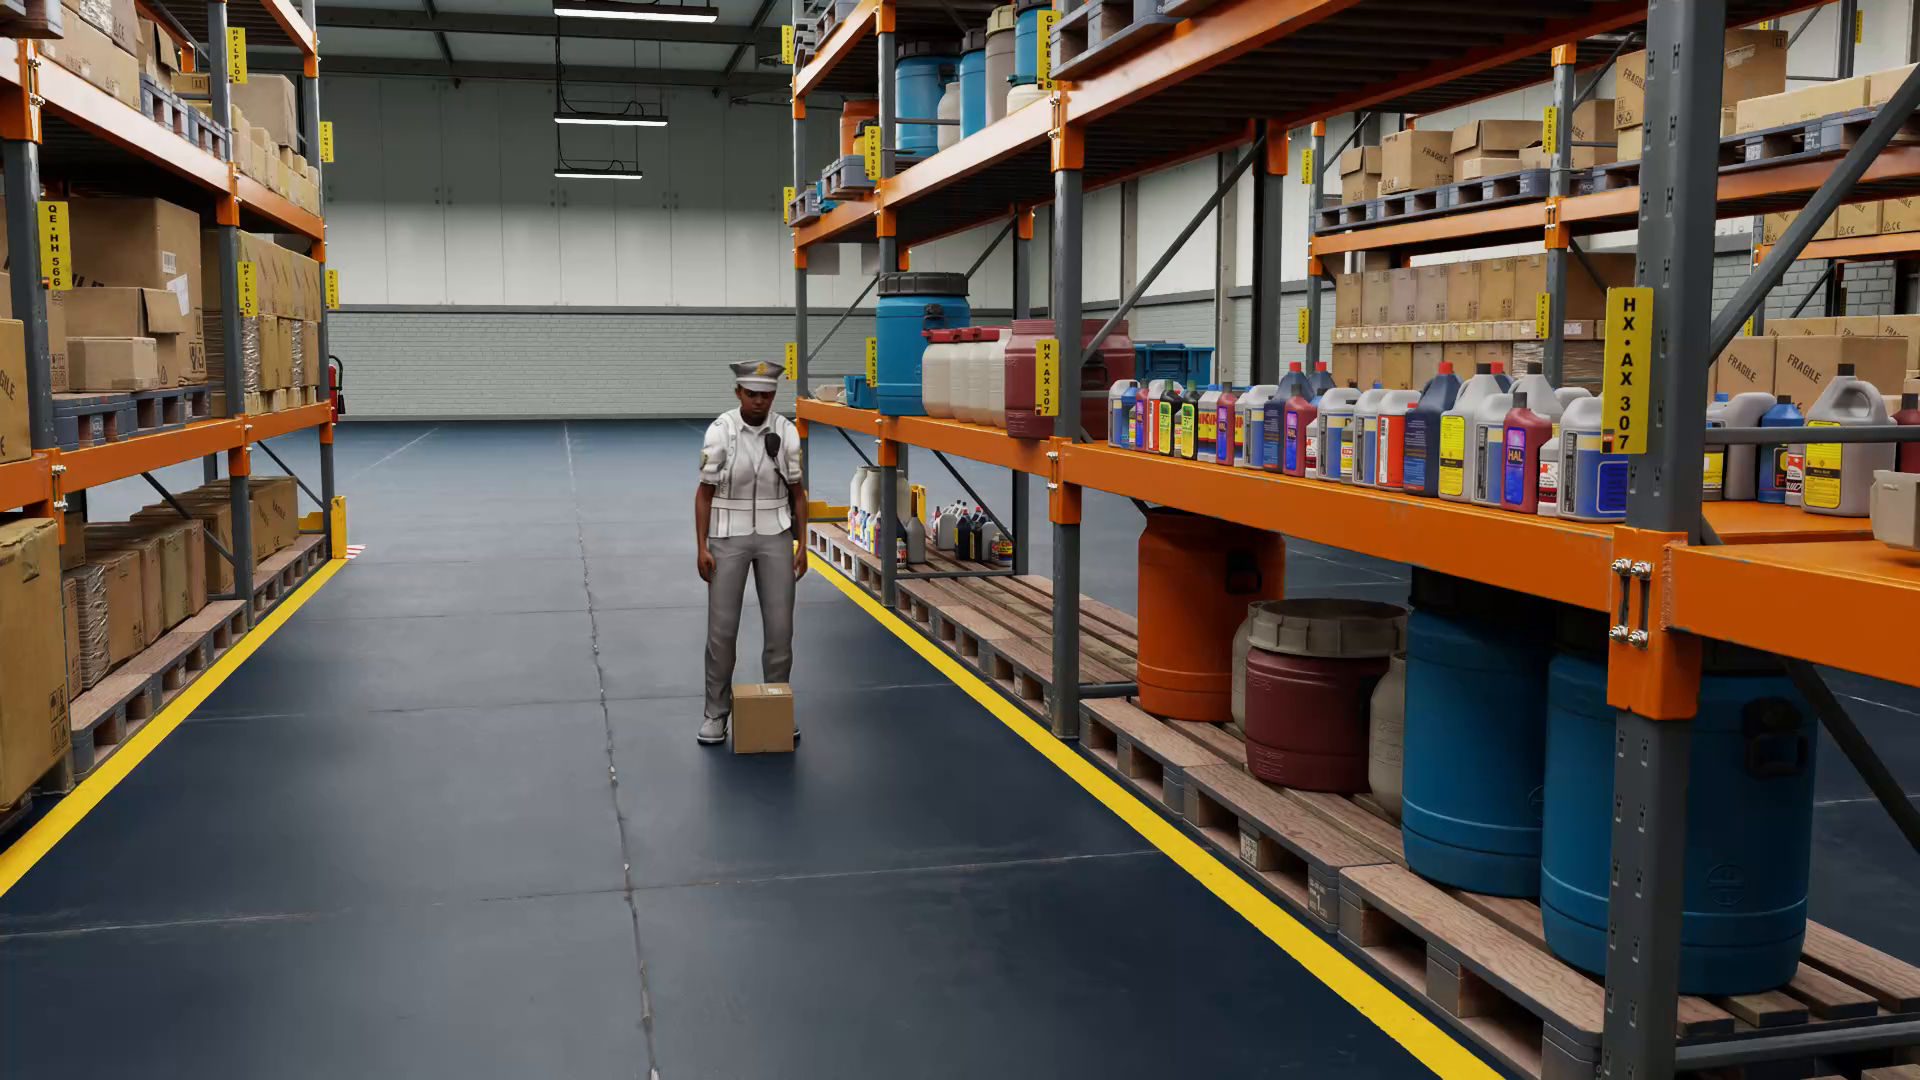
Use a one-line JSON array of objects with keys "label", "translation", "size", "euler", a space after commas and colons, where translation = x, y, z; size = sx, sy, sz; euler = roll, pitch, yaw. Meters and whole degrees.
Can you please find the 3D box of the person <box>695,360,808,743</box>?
[{"label": "person", "translation": [-0.919, 0.042, 7.306], "size": [0.511, 1.658, 0.398], "euler": [-2, 6, -14]}]
